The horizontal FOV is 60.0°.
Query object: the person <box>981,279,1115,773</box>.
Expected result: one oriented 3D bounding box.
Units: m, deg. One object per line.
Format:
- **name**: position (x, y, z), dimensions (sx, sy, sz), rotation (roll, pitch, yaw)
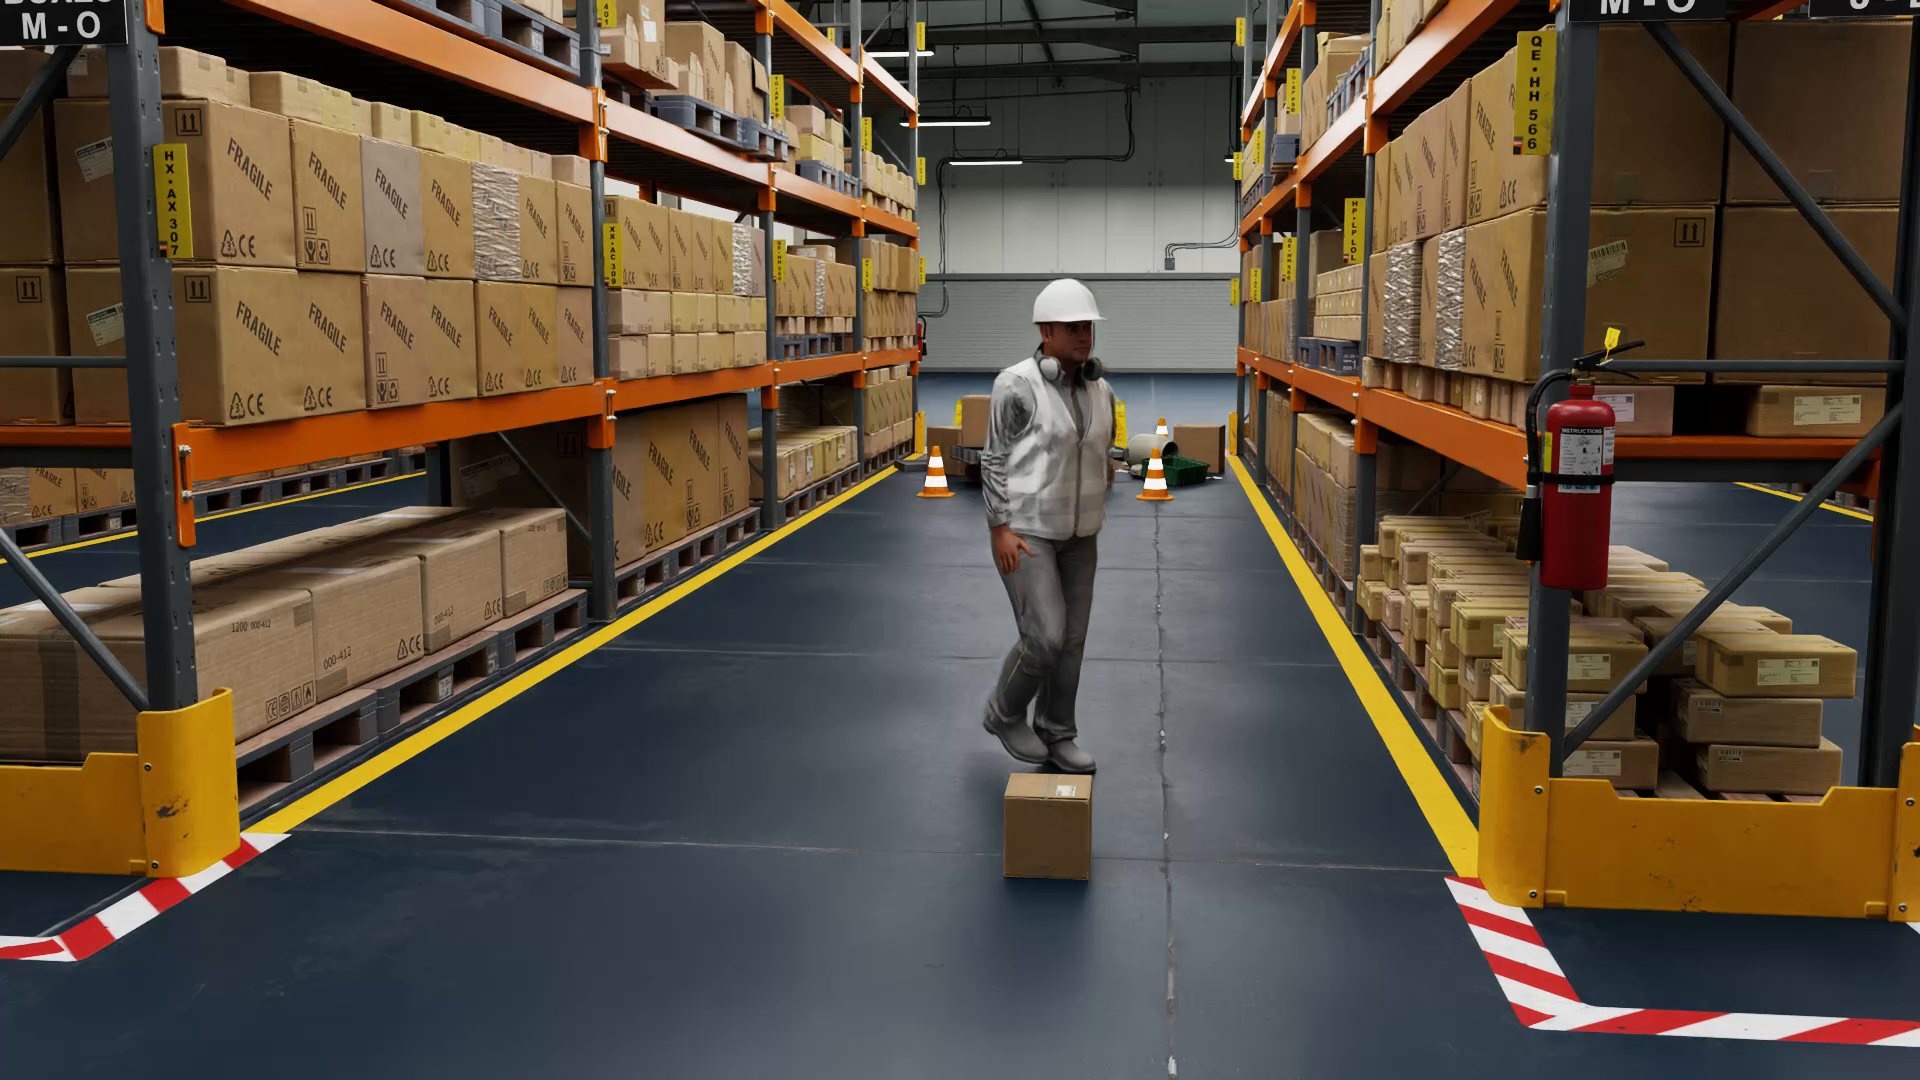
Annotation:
- **person**: position (0.330, -0.033, 5.905), dimensions (0.554, 1.764, 0.490), rotation (-5, 9, -35)
